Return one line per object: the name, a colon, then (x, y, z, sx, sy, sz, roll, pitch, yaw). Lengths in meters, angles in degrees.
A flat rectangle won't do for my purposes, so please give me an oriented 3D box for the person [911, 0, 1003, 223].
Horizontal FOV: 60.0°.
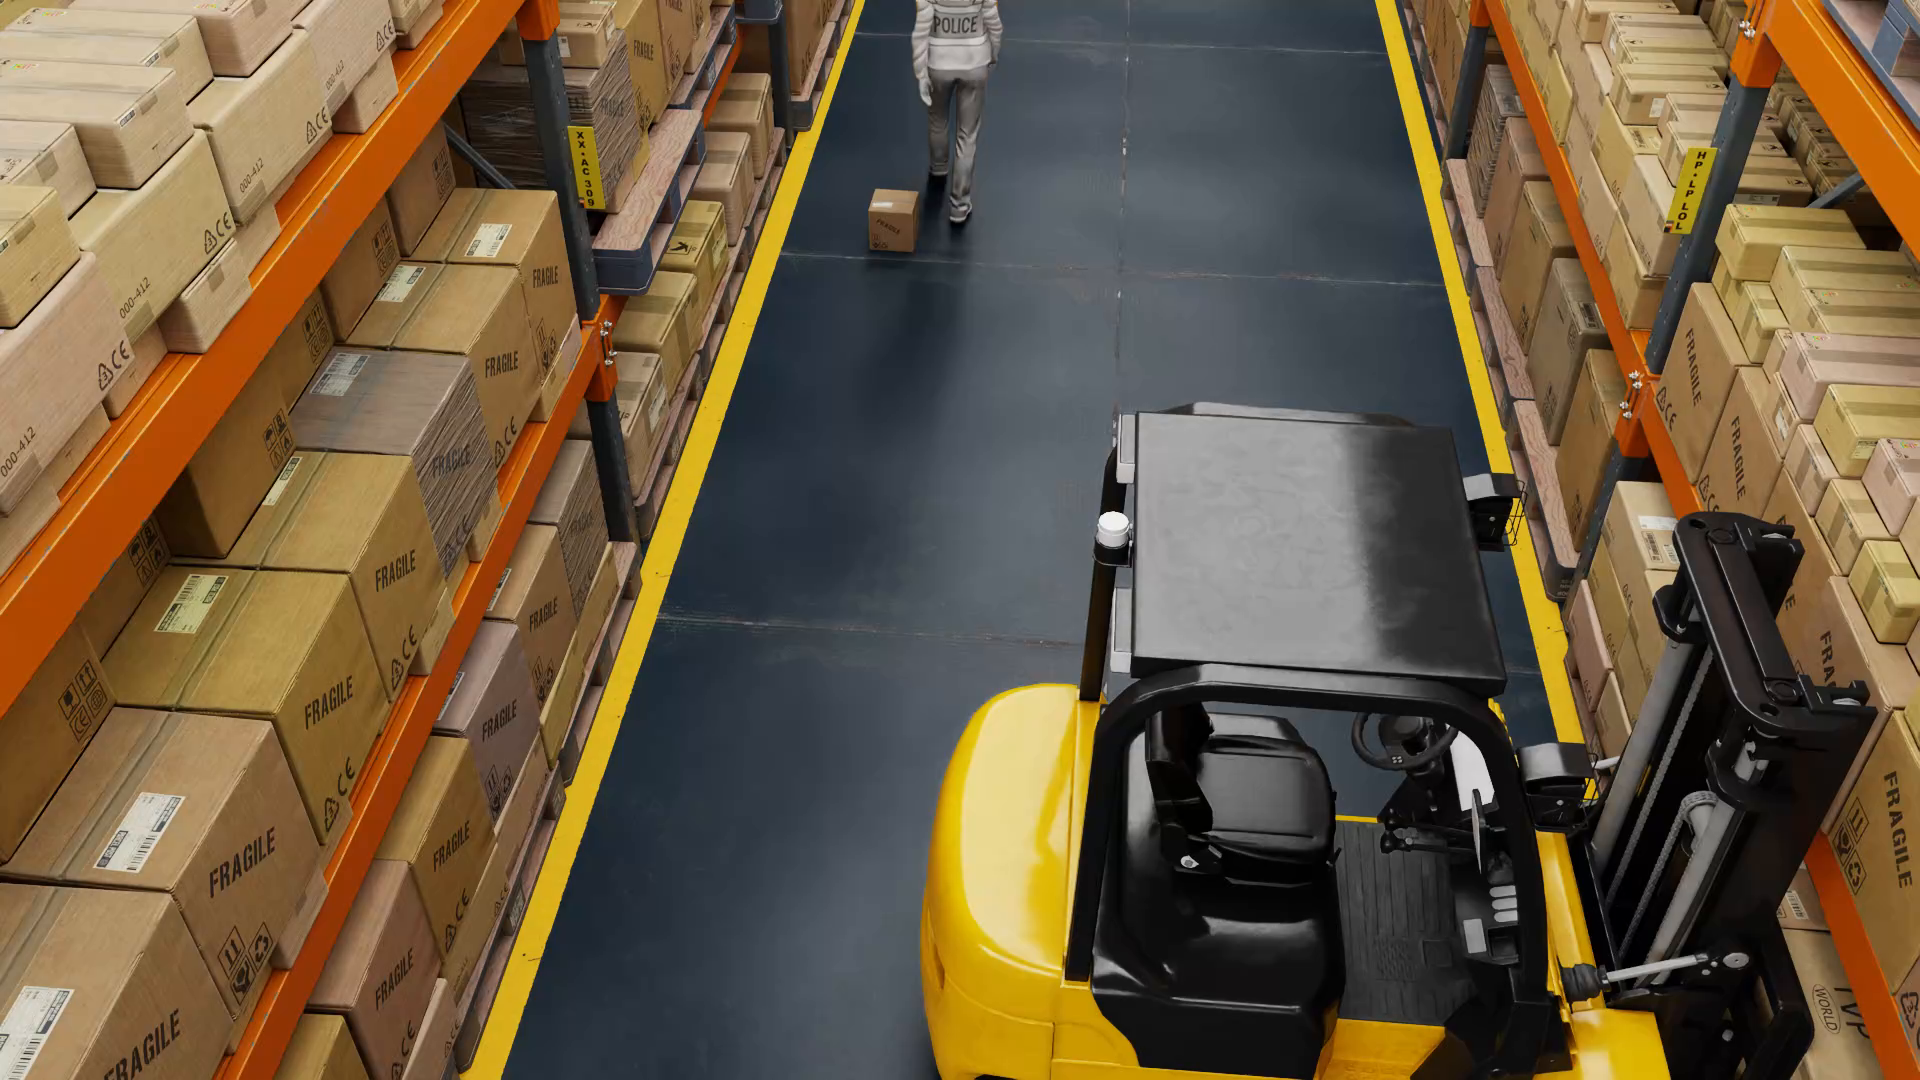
person: (-0.005, -2.663, 9.275, 0.482, 1.701, 0.784, 3, 40, 4)
